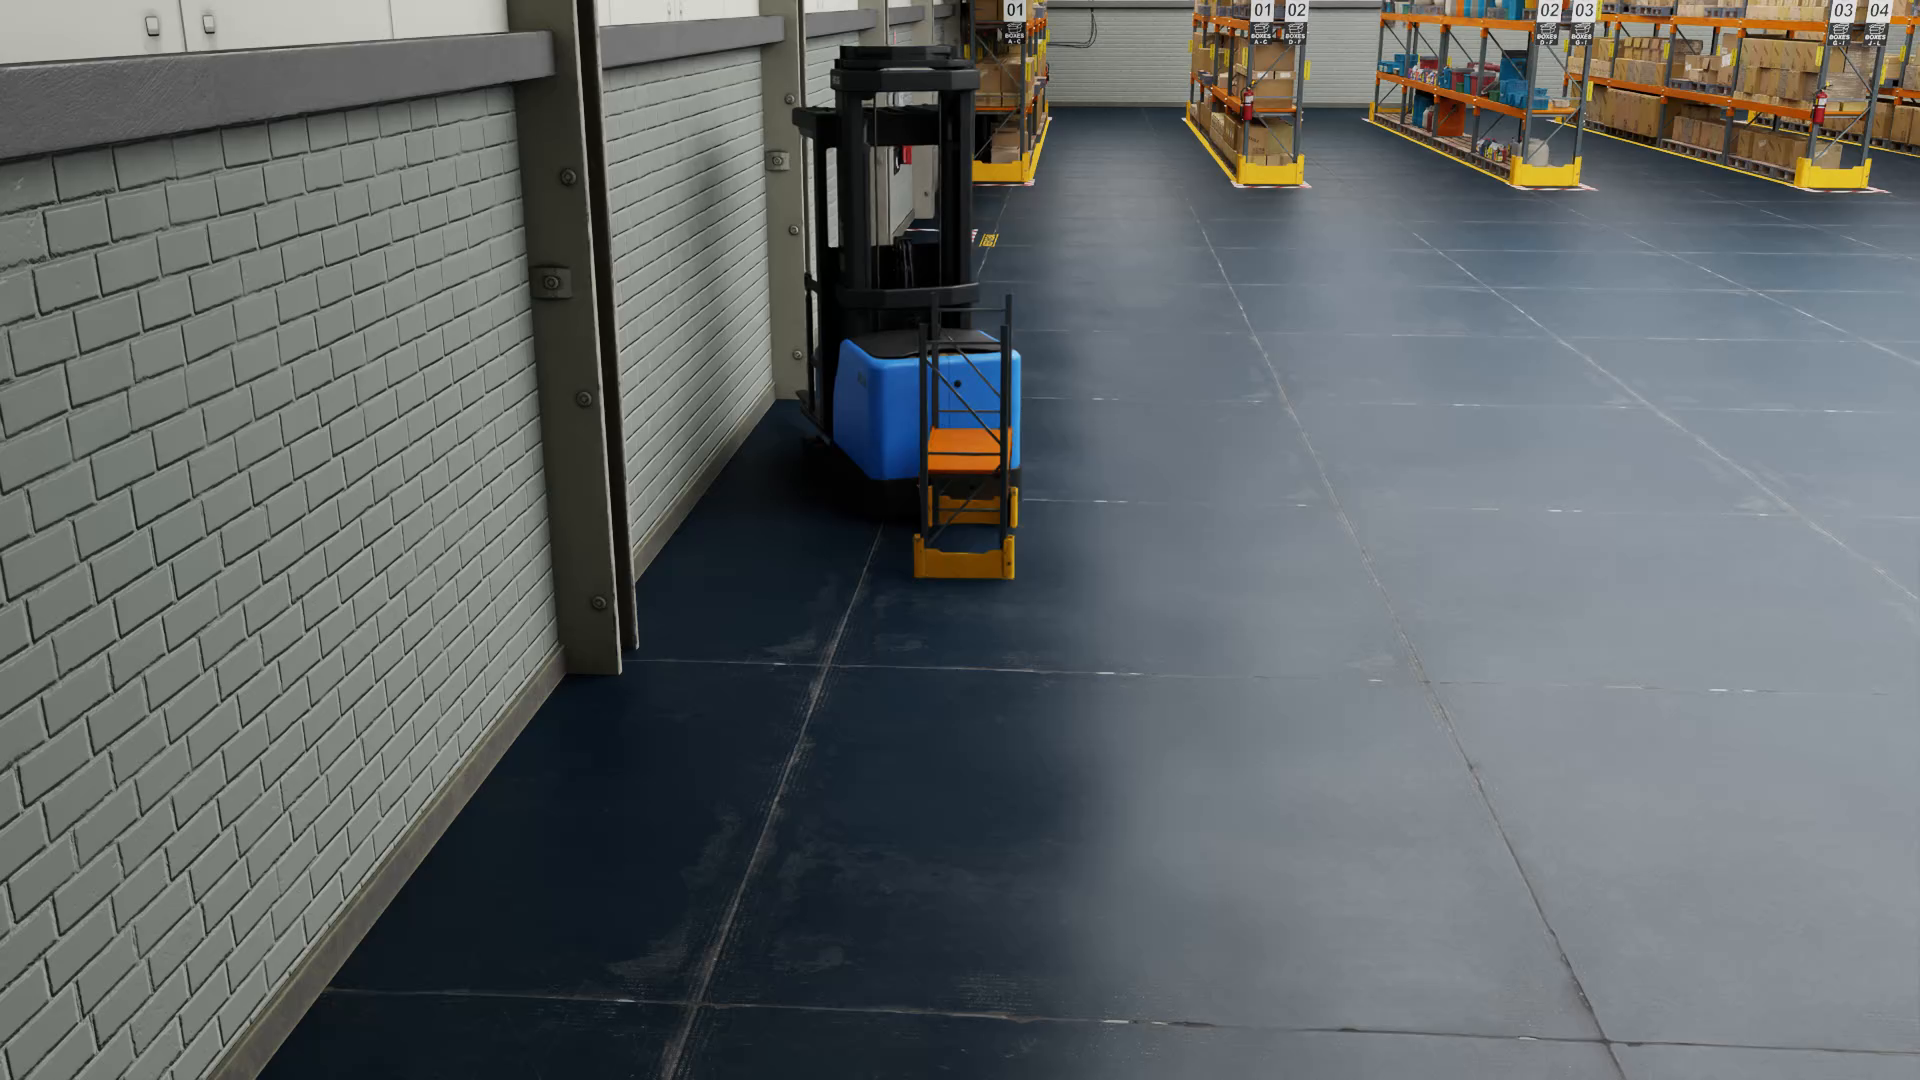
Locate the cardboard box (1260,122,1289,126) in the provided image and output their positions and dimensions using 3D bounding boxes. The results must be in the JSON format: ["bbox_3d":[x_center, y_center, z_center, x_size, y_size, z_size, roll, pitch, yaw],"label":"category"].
[{"bbox_3d":[5.940,-7.643,31.468,0.500,0.500,0.500,1,18,4],"label":"cardboard box"}]

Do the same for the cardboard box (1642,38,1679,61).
[{"bbox_3d":[16.236,-11.345,38.458,0.797,0.503,0.637,2,18,6],"label":"cardboard box"}]

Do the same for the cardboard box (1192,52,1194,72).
[{"bbox_3d":[6.474,-12.806,44.528,0.500,0.500,0.500,2,18,5],"label":"cardboard box"}]

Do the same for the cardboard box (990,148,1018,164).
[{"bbox_3d":[0.820,-7.175,31.114,0.500,0.311,0.500,-1,18,-2],"label":"cardboard box"}]

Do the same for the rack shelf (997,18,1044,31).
[{"bbox_3d":[1.398,-12.220,39.238,1.077,0.370,4.000,1,18,4],"label":"rack shelf"}]

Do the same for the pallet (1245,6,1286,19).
[{"bbox_3d":[5.699,-9.524,29.996,1.003,0.211,1.213,1,18,4],"label":"pallet"}]

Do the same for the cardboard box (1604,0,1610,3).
[{"bbox_3d":[16.402,-13.557,41.168,0.700,0.500,0.500,2,18,7],"label":"cardboard box"}]

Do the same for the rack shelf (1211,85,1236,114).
[{"bbox_3d":[6.052,-9.443,35.579,1.077,0.370,4.000,1,18,4],"label":"rack shelf"}]

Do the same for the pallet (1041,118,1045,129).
[{"bbox_3d":[1.674,-10.667,42.638,1.003,0.211,1.213,1,18,4],"label":"pallet"}]

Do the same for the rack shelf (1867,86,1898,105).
[{"bbox_3d":[21.160,-10.321,38.259,1.077,0.370,4.000,1,18,4],"label":"rack shelf"}]

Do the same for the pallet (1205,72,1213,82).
[{"bbox_3d":[6.331,-10.919,39.237,1.003,0.211,1.213,1,18,4],"label":"pallet"}]

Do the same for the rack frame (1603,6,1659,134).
[{"bbox_3d":[16.363,-11.426,40.476,1.000,3.000,0.127,1,18,4],"label":"rack frame"}]

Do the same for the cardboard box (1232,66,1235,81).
[{"bbox_3d":[6.092,-9.932,35.756,0.500,0.500,0.500,0,18,1],"label":"cardboard box"}]

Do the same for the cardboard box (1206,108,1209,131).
[{"bbox_3d":[6.066,-9.884,39.077,0.500,0.500,0.500,1,18,2],"label":"cardboard box"}]

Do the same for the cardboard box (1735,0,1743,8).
[{"bbox_3d":[15.757,-10.797,33.280,0.396,0.266,0.258,2,18,6],"label":"cardboard box"}]

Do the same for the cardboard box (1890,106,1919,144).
[{"bbox_3d":[20.883,-8.985,35.965,1.050,0.750,0.750,1,18,3],"label":"cardboard box"}]

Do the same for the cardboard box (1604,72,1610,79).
[{"bbox_3d":[16.058,-11.409,40.827,0.380,0.149,0.250,1,18,4],"label":"cardboard box"}]

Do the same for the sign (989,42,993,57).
[{"bbox_3d":[0.701,-11.077,37.551,0.100,0.325,0.005,1,18,4],"label":"sign"}]

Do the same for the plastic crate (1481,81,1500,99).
[{"bbox_3d":[10.685,-8.863,32.753,0.767,0.338,0.504,1,18,4],"label":"plastic crate"}]

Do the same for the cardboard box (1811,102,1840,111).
[{"bbox_3d":[15.317,-7.673,29.425,0.380,0.149,0.250,1,18,4],"label":"cardboard box"}]

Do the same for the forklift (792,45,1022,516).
[{"bbox_3d":[-0.529,-1.966,11.715,1.130,2.935,3.031,-6,19,-17],"label":"forklift"}]

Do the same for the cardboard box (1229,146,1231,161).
[{"bbox_3d":[5.462,-7.454,32.094,0.500,0.250,0.500,1,18,4],"label":"cardboard box"}]

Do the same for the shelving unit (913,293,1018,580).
[{"bbox_3d":[0.048,-0.650,9.998,0.587,1.500,1.083,1,18,3],"label":"shelving unit"}]

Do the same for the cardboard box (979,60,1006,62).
[{"bbox_3d":[0.618,-8.950,31.923,0.500,0.500,0.500,2,18,5],"label":"cardboard box"}]

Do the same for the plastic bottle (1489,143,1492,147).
[{"bbox_3d":[10.391,-7.618,32.529,0.097,0.271,0.097,0,18,0],"label":"plastic bottle"}]

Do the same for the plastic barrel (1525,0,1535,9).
[{"bbox_3d":[10.518,-9.881,29.967,0.600,0.588,0.600,0,18,0],"label":"plastic barrel"}]

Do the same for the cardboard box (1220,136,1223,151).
[{"bbox_3d":[5.650,-8.192,34.347,0.500,0.250,0.500,1,18,3],"label":"cardboard box"}]

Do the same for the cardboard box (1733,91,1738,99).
[{"bbox_3d":[15.474,-8.762,32.749,0.380,0.149,0.250,1,18,4],"label":"cardboard box"}]

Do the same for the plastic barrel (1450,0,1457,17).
[{"bbox_3d":[10.861,-11.708,35.713,0.600,0.901,0.600,0,18,0],"label":"plastic barrel"}]

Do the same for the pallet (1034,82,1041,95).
[{"bbox_3d":[1.168,-9.416,34.650,1.003,0.211,1.213,1,18,4],"label":"pallet"}]

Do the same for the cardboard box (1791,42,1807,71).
[{"bbox_3d":[15.326,-8.695,29.897,0.500,0.500,0.500,1,18,4],"label":"cardboard box"}]

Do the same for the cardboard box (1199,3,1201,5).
[{"bbox_3d":[6.326,-13.470,42.138,0.500,0.250,0.500,1,18,4],"label":"cardboard box"}]

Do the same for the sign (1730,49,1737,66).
[{"bbox_3d":[15.236,-9.503,32.748,0.100,0.325,0.005,1,18,4],"label":"sign"}]

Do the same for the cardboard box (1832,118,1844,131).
[{"bbox_3d":[20.949,-9.908,39.182,0.500,0.500,0.500,2,18,6],"label":"cardboard box"}]

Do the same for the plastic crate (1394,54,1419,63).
[{"bbox_3d":[11.872,-12.716,44.260,0.616,0.435,0.499,1,18,4],"label":"plastic crate"}]

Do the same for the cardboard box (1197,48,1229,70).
[{"bbox_3d":[6.225,-11.753,40.640,0.700,0.500,0.500,-5,19,-15],"label":"cardboard box"}]

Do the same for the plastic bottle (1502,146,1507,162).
[{"bbox_3d":[10.409,-7.383,31.795,0.061,0.283,0.133,1,18,4],"label":"plastic bottle"}]

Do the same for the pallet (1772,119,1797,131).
[{"bbox_3d":[21.401,-10.548,42.275,1.003,0.211,1.213,1,18,4],"label":"pallet"}]

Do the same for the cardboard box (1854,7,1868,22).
[{"bbox_3d":[15.795,-9.197,29.097,0.500,0.250,0.500,2,18,6],"label":"cardboard box"}]

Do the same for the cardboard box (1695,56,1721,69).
[{"bbox_3d":[16.137,-10.087,35.553,0.700,0.500,0.500,4,19,12],"label":"cardboard box"}]

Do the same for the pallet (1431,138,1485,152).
[{"bbox_3d":[11.042,-8.729,36.725,1.003,0.211,1.213,1,18,4],"label":"pallet"}]

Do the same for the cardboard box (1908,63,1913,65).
[{"bbox_3d":[21.269,-10.493,36.880,0.380,0.149,0.250,2,18,7],"label":"cardboard box"}]

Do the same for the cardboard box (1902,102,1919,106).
[{"bbox_3d":[21.307,-9.618,37.095,0.500,0.250,0.500,0,18,1],"label":"cardboard box"}]

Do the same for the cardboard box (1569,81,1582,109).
[{"bbox_3d":[16.684,-11.658,43.921,0.875,0.875,0.875,1,18,4],"label":"cardboard box"}]

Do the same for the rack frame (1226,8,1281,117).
[{"bbox_3d":[5.909,-9.164,33.572,1.000,3.000,0.127,1,18,4],"label":"rack frame"}]

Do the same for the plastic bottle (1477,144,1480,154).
[{"bbox_3d":[10.382,-7.810,33.230,0.097,0.201,0.097,0,18,0],"label":"plastic bottle"}]

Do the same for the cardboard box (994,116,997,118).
[{"bbox_3d":[1.095,-8.999,36.379,0.700,0.500,0.500,1,18,4],"label":"cardboard box"}]

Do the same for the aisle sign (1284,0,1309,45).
[{"bbox_3d":[5.923,-9.129,29.292,0.394,0.787,0.004,1,18,4],"label":"aisle sign"}]

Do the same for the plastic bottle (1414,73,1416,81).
[{"bbox_3d":[10.934,-11.097,39.792,0.097,0.201,0.097,0,18,0],"label":"plastic bottle"}]

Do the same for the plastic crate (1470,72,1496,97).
[{"bbox_3d":[10.579,-9.240,33.701,0.402,0.464,0.583,1,18,4],"label":"plastic crate"}]

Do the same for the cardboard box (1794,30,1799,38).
[{"bbox_3d":[21.170,-12.580,41.755,0.500,0.500,0.500,1,18,2],"label":"cardboard box"}]
